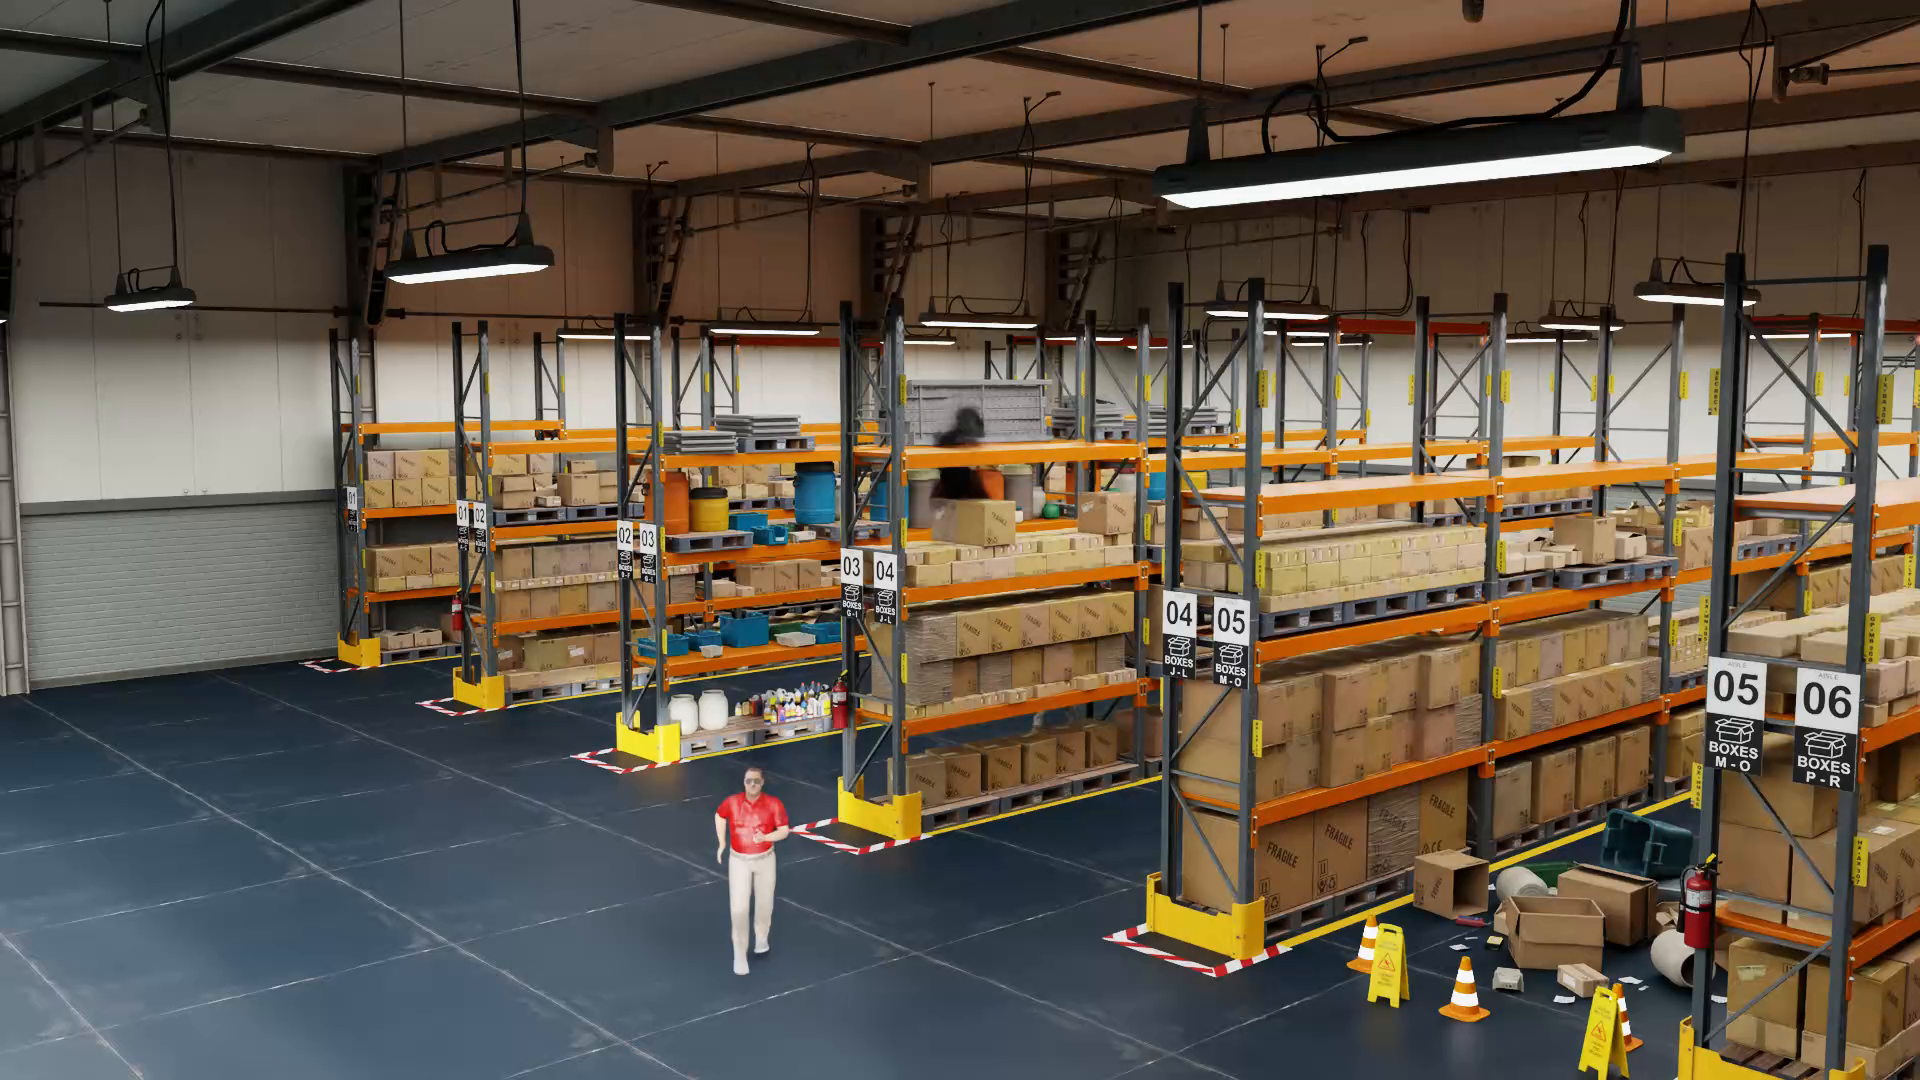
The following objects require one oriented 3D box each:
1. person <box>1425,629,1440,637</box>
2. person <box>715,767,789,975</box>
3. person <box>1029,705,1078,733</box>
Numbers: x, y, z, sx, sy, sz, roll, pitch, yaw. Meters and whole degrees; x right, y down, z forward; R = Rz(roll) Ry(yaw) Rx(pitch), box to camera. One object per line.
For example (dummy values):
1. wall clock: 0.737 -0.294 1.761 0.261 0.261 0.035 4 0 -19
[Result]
1. person: 6.510 2.015 23.058 0.686 1.721 0.597 5 8 42
2. person: -1.816 2.883 14.574 0.634 1.802 0.759 -1 6 -9
3. person: 1.336 1.952 23.980 0.605 1.653 0.943 5 7 39
